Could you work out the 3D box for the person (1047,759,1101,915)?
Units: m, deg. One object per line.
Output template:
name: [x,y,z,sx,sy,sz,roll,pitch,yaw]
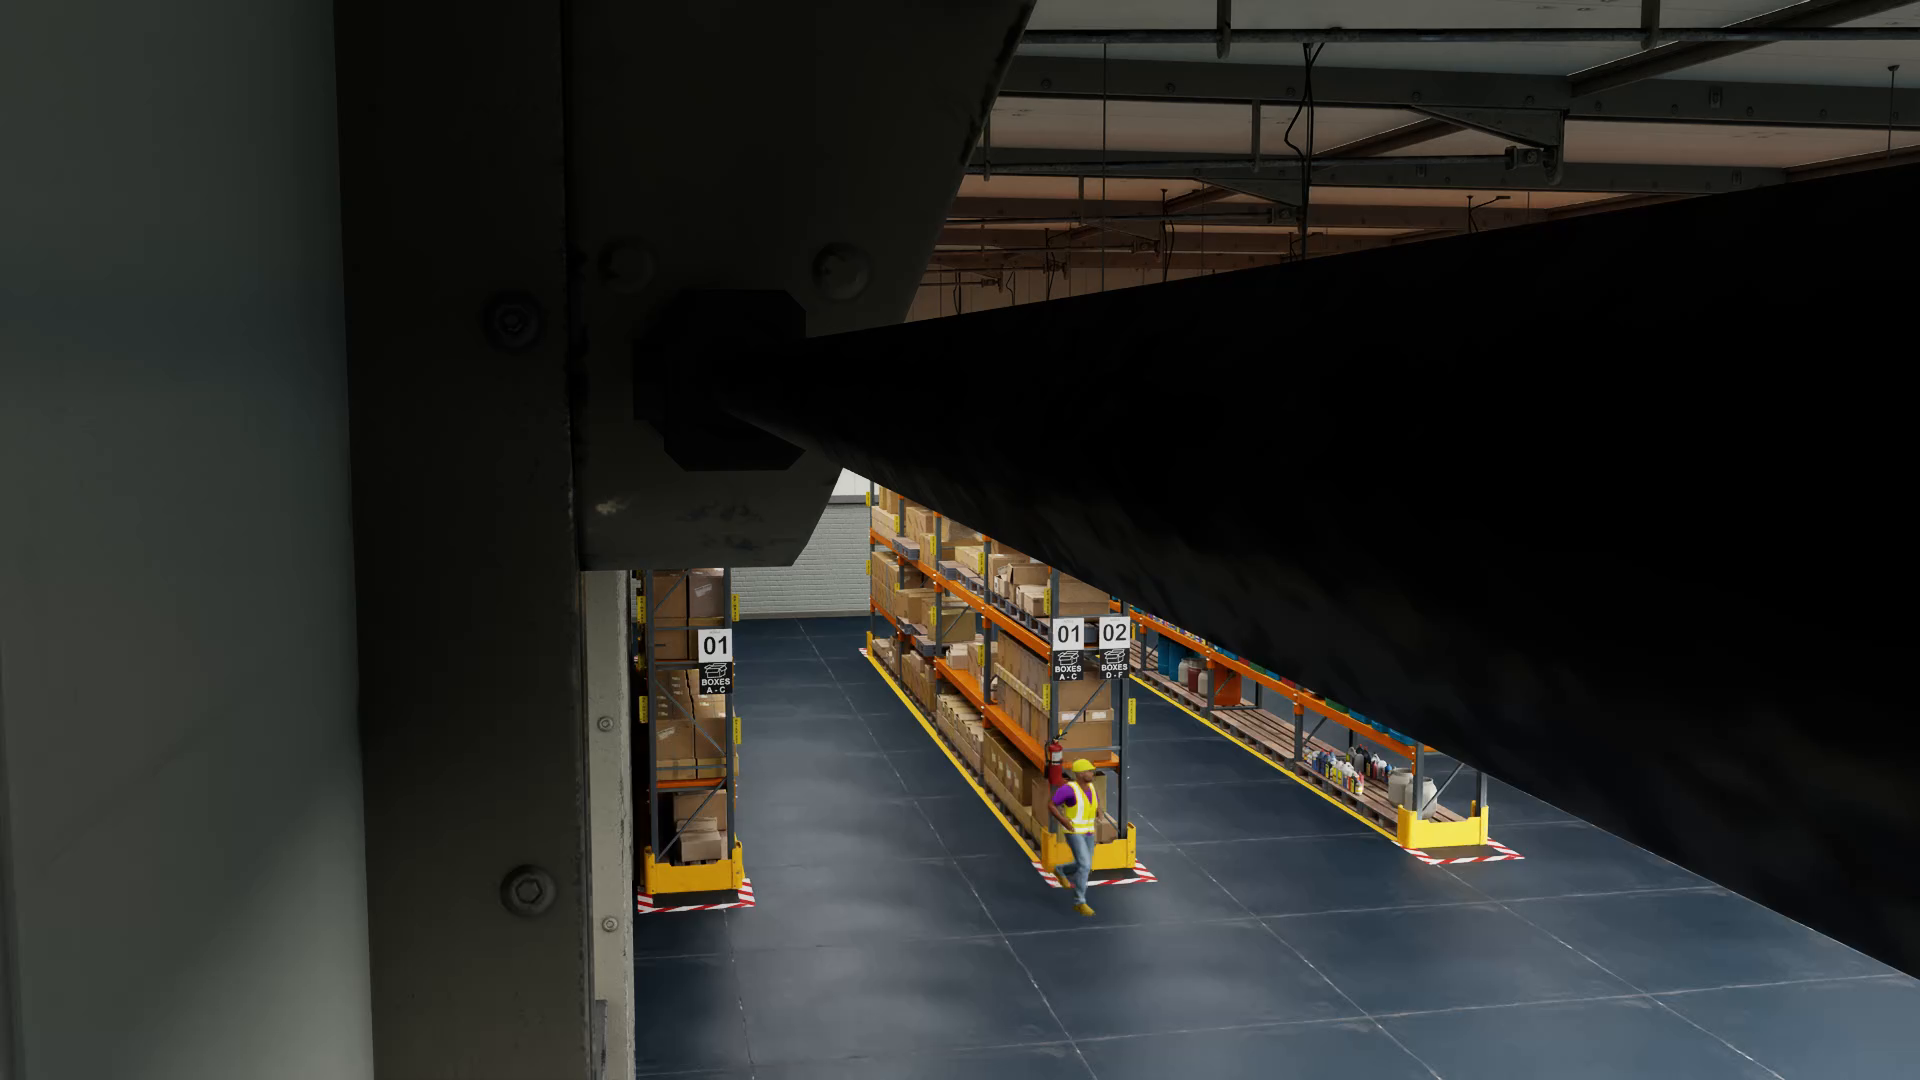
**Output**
person: [1.412,3.446,19.643,0.861,1.731,0.731,5,8,42]
